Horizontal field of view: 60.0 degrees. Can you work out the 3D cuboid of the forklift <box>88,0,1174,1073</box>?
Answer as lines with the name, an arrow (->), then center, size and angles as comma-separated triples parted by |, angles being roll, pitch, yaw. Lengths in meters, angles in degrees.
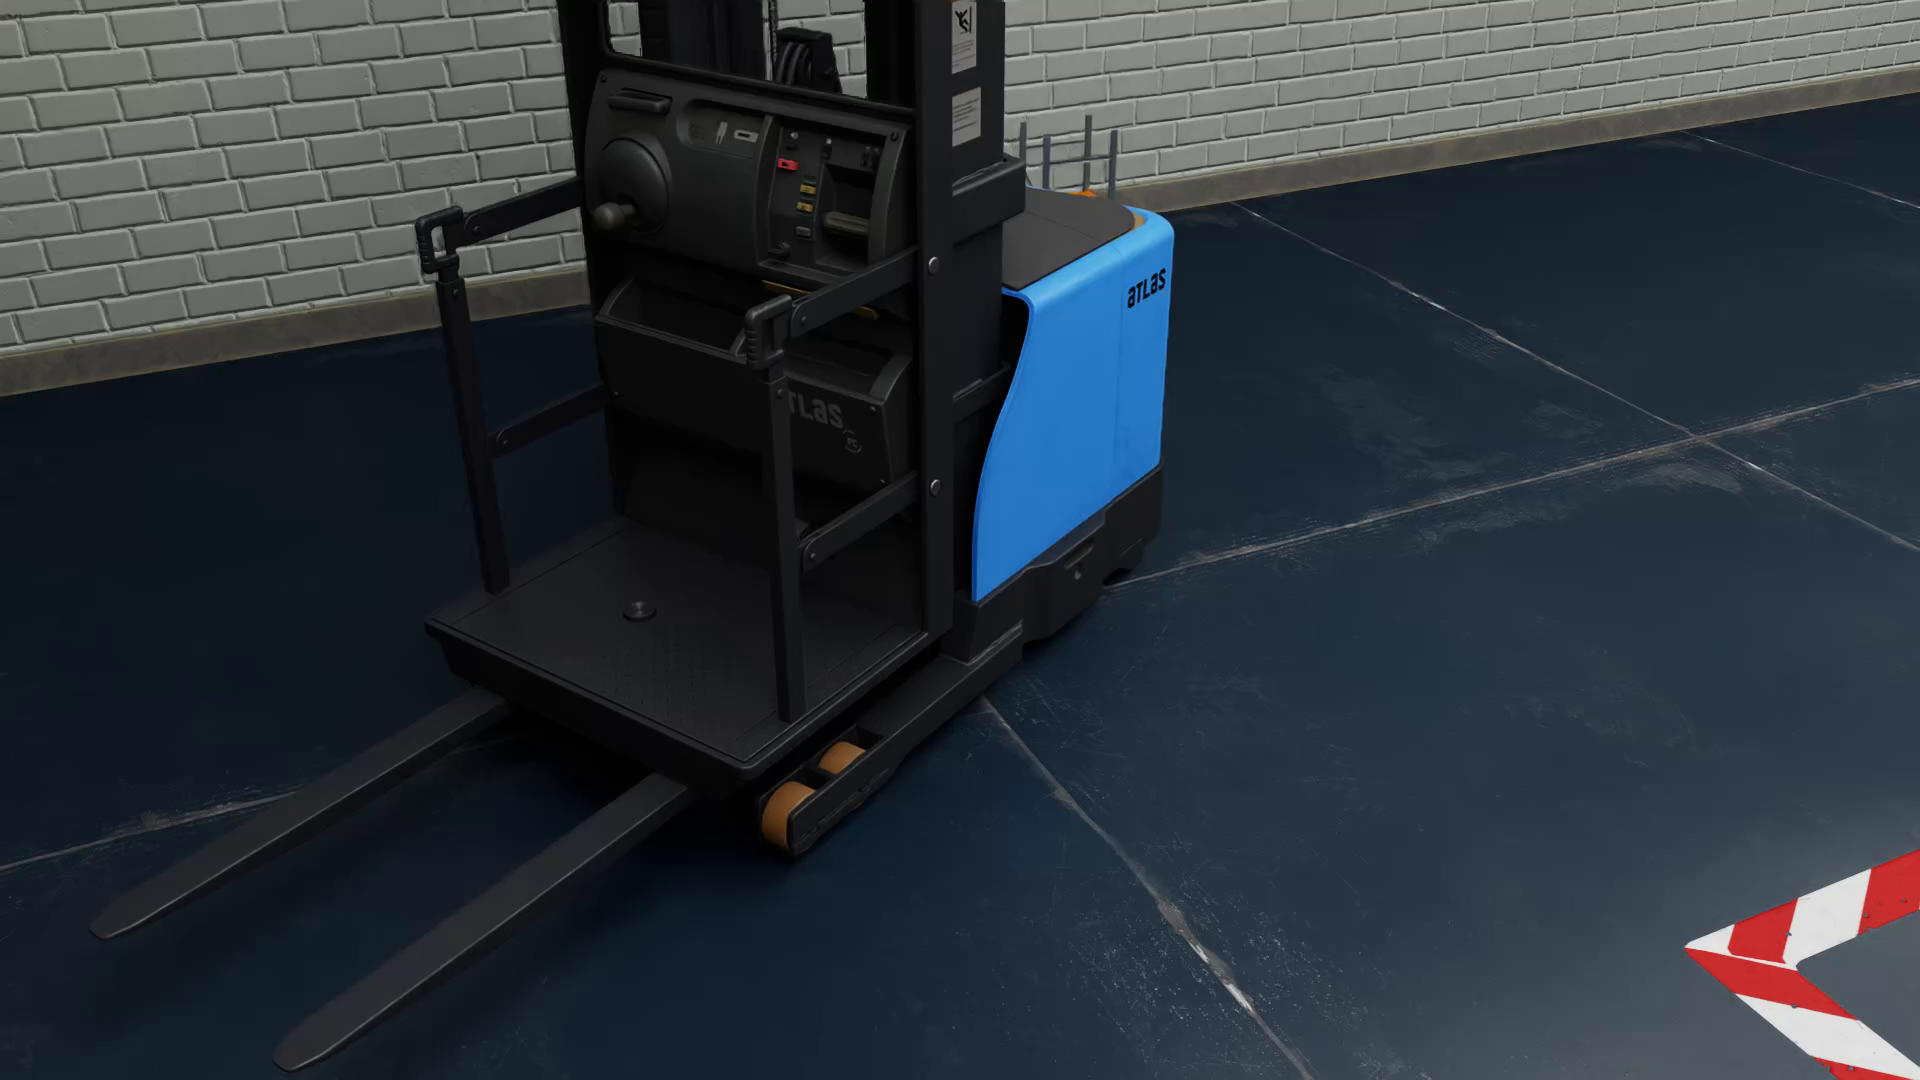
forklift -> -0.636, -0.806, 3.691 | 1.130, 2.935, 3.031 | 19, 34, 30

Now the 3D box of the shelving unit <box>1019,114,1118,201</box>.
shelving unit -> 0.328, -0.729, 5.324 | 0.258, 1.200, 0.189 | -10, 31, -18

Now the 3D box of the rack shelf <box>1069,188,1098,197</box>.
rack shelf -> 0.328, -1.005, 5.170 | 0.258, 0.103, 0.180 | -10, 31, -18

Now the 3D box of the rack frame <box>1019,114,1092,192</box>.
rack frame -> 0.296, -0.771, 5.399 | 0.240, 1.200, 0.006 | -10, 31, -18

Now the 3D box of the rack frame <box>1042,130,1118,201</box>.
rack frame -> 0.360, -0.688, 5.249 | 0.240, 1.200, 0.006 | -10, 31, -18
